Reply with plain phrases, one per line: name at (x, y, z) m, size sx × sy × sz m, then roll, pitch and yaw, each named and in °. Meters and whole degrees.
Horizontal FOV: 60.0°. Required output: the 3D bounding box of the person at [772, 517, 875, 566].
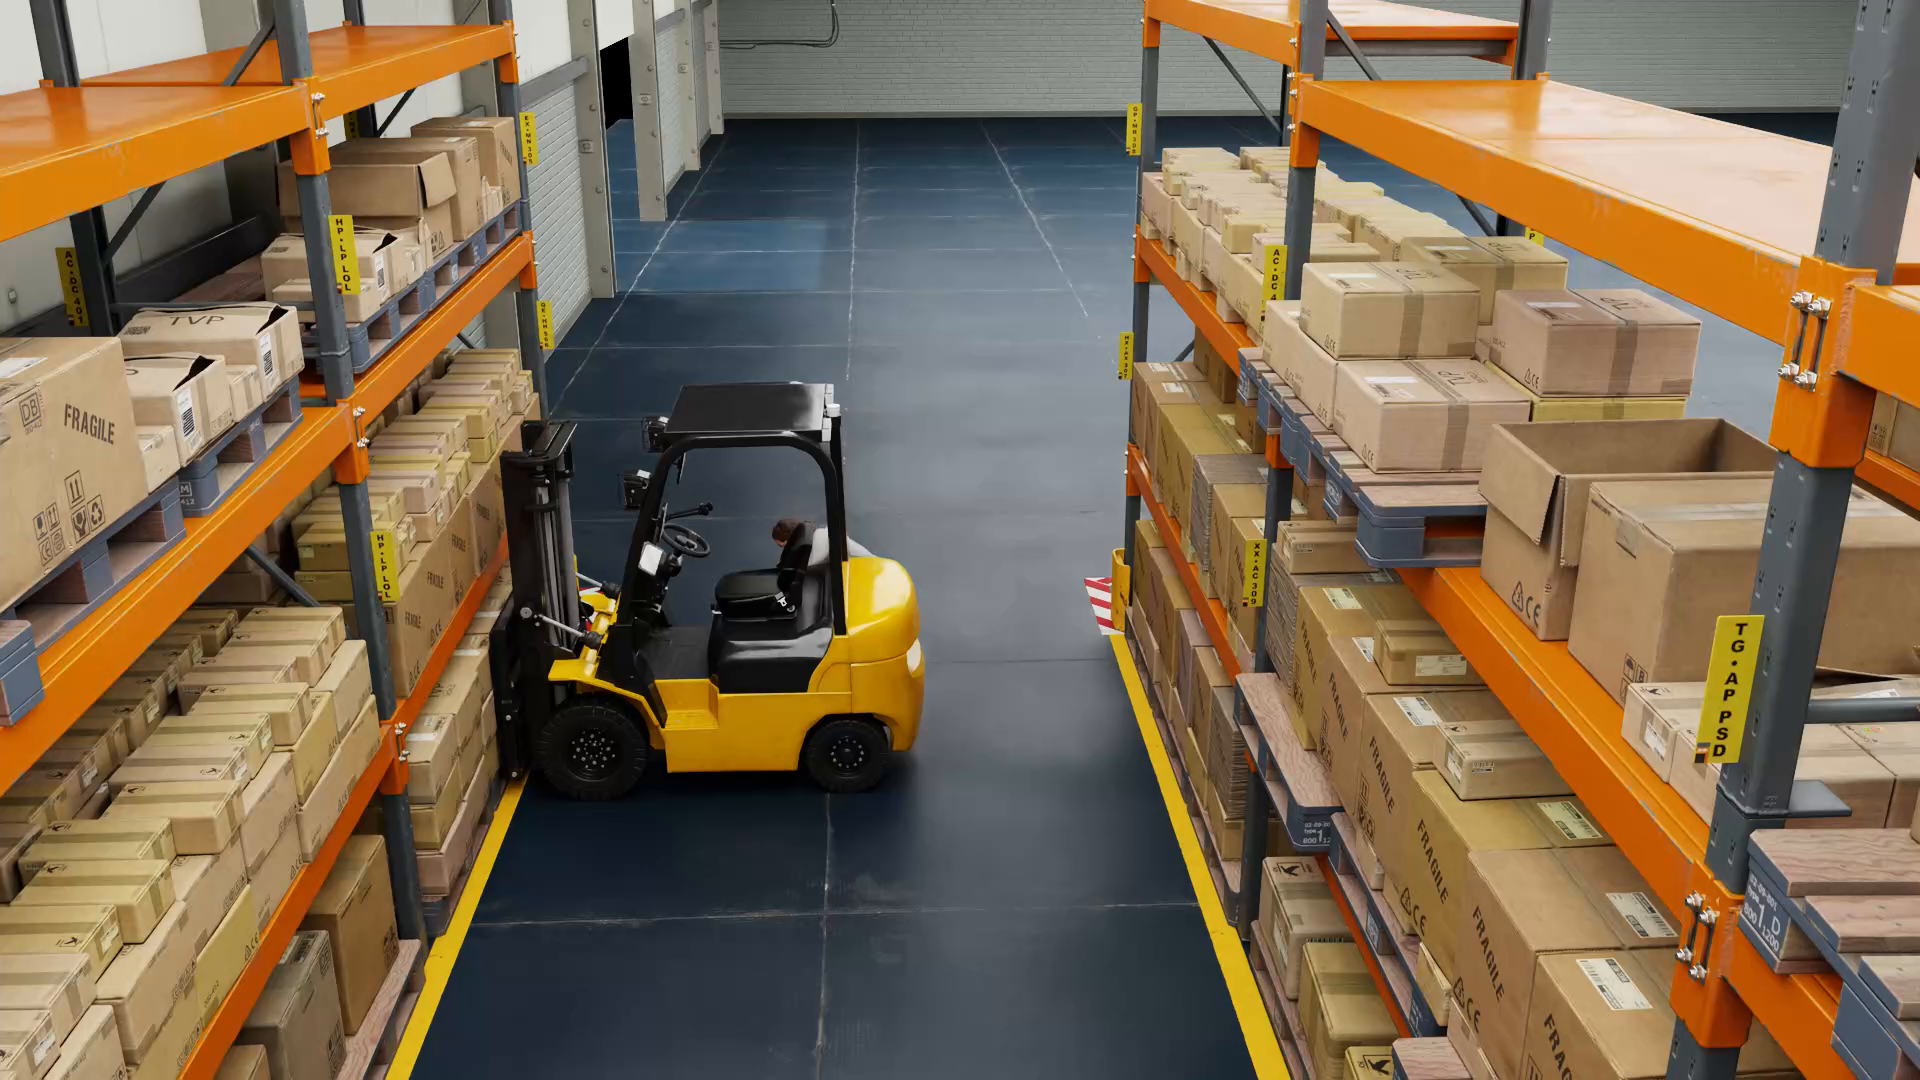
person at (-0.915, 0.262, 11.382) m, size 0.803 × 0.915 × 0.485 m, roll -1°, pitch 21°, yaw -3°
